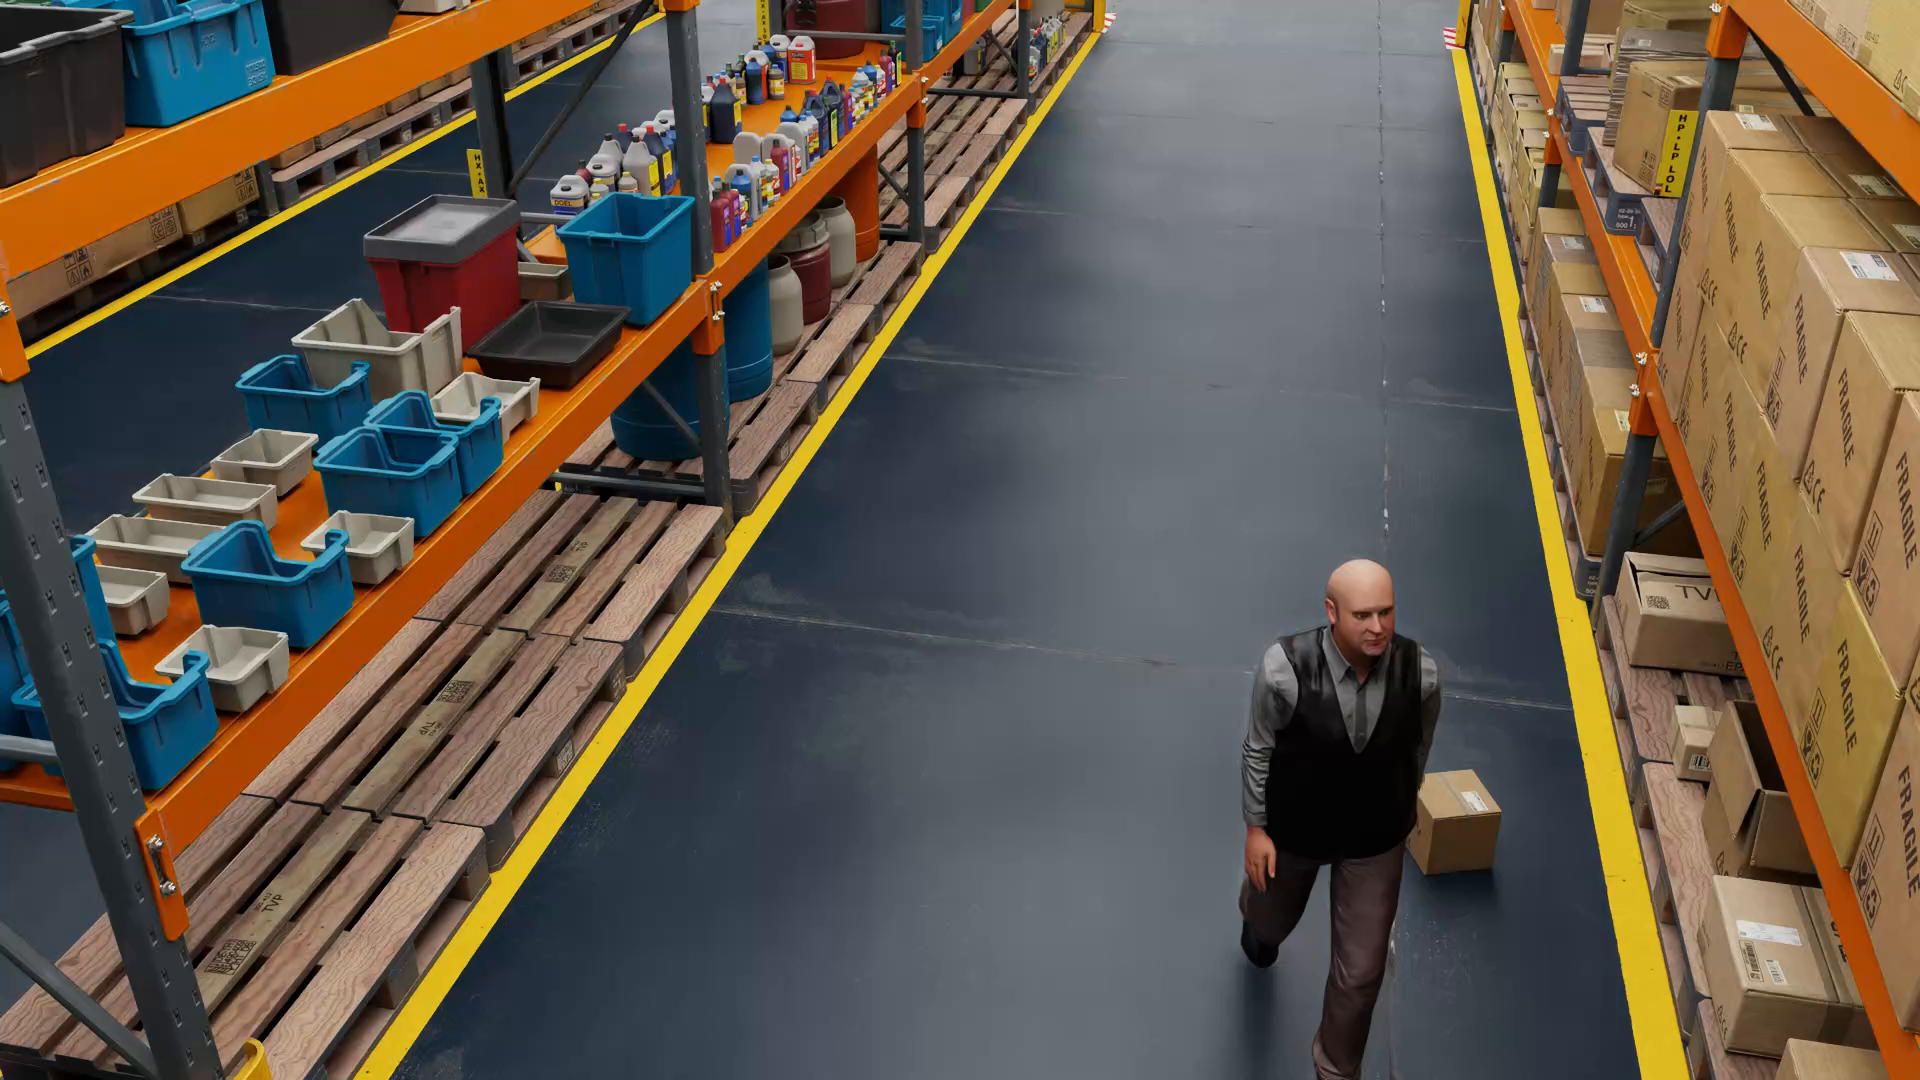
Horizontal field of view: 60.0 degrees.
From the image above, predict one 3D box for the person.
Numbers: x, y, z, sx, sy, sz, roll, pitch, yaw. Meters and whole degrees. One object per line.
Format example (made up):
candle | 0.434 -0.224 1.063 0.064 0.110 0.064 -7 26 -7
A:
person | 1.043 0.784 4.717 0.531 1.690 0.955 2 29 3
